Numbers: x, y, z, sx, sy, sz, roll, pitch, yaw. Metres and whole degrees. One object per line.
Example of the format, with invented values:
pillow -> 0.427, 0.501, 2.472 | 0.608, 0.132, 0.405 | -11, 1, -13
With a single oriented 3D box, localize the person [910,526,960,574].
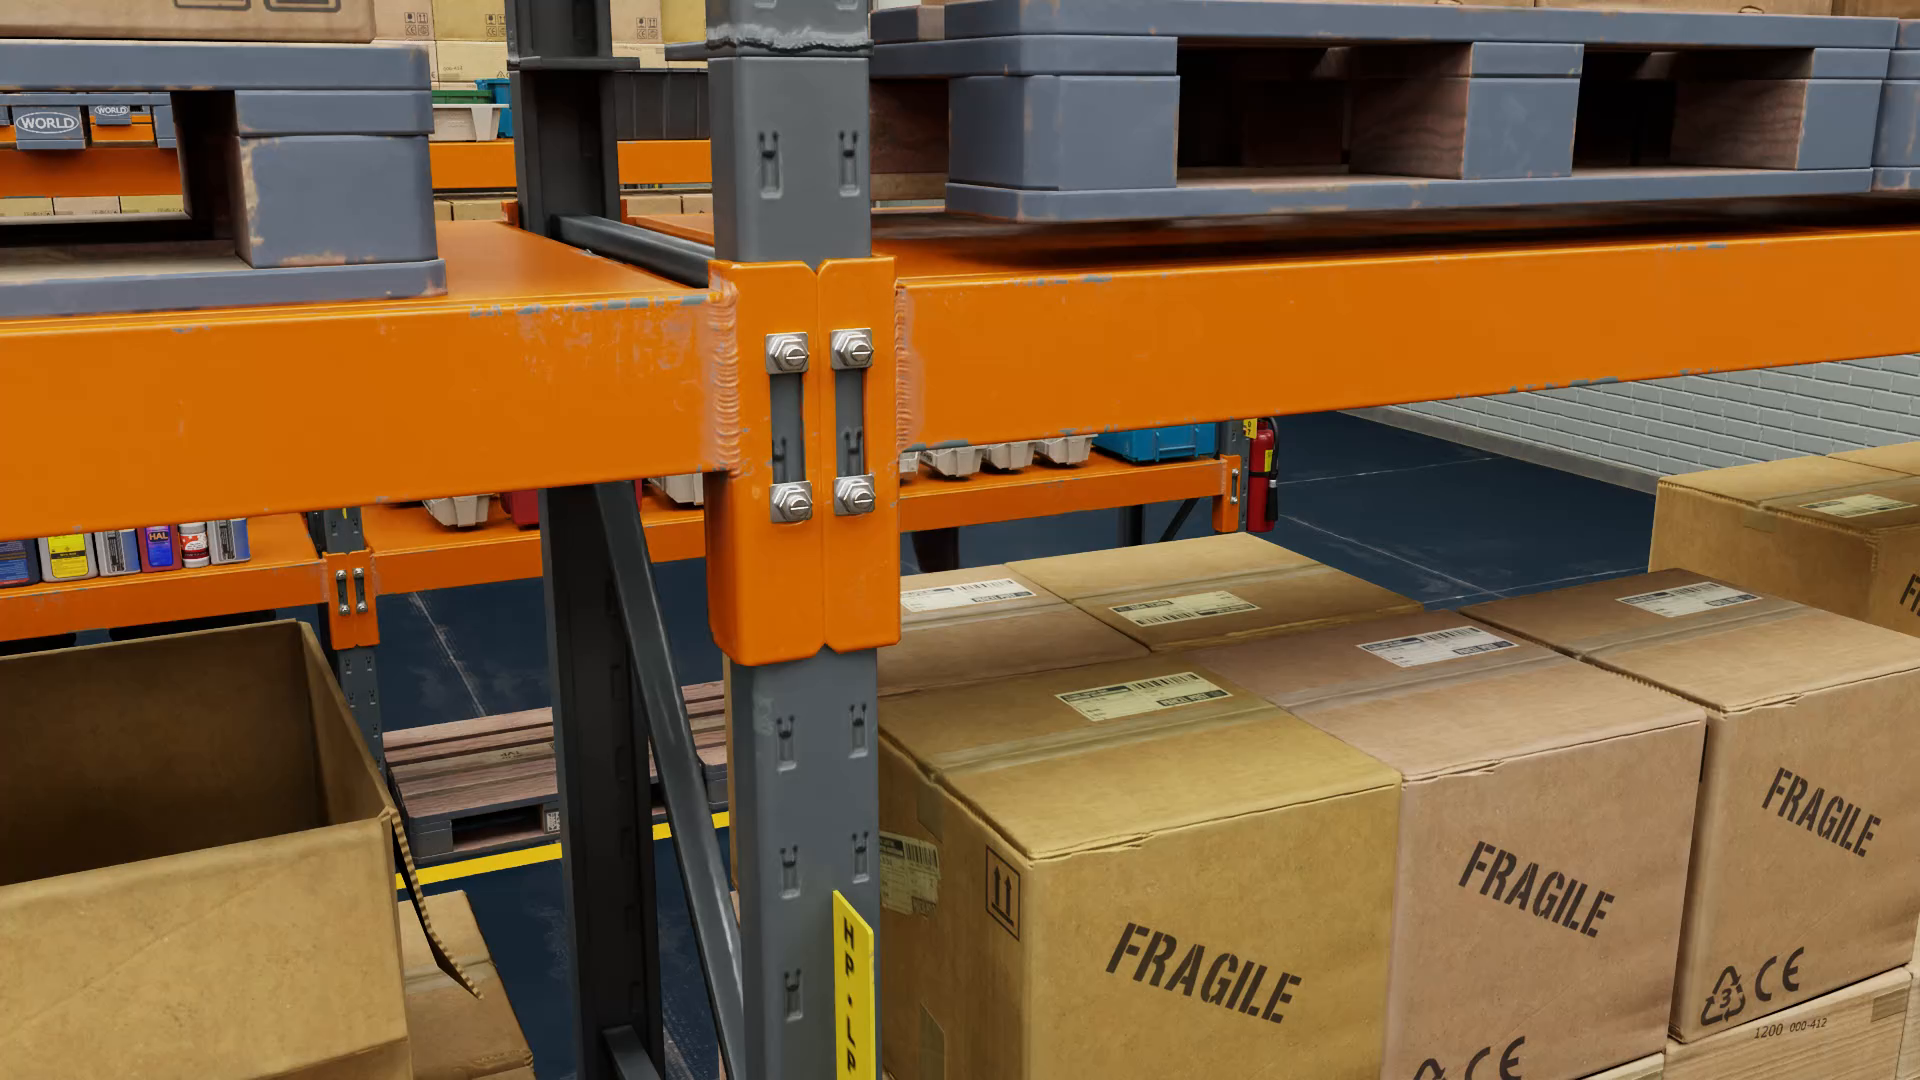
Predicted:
person -> -0.049, -0.227, 8.219 | 0.550, 1.711, 0.494 | 2, 15, 7
